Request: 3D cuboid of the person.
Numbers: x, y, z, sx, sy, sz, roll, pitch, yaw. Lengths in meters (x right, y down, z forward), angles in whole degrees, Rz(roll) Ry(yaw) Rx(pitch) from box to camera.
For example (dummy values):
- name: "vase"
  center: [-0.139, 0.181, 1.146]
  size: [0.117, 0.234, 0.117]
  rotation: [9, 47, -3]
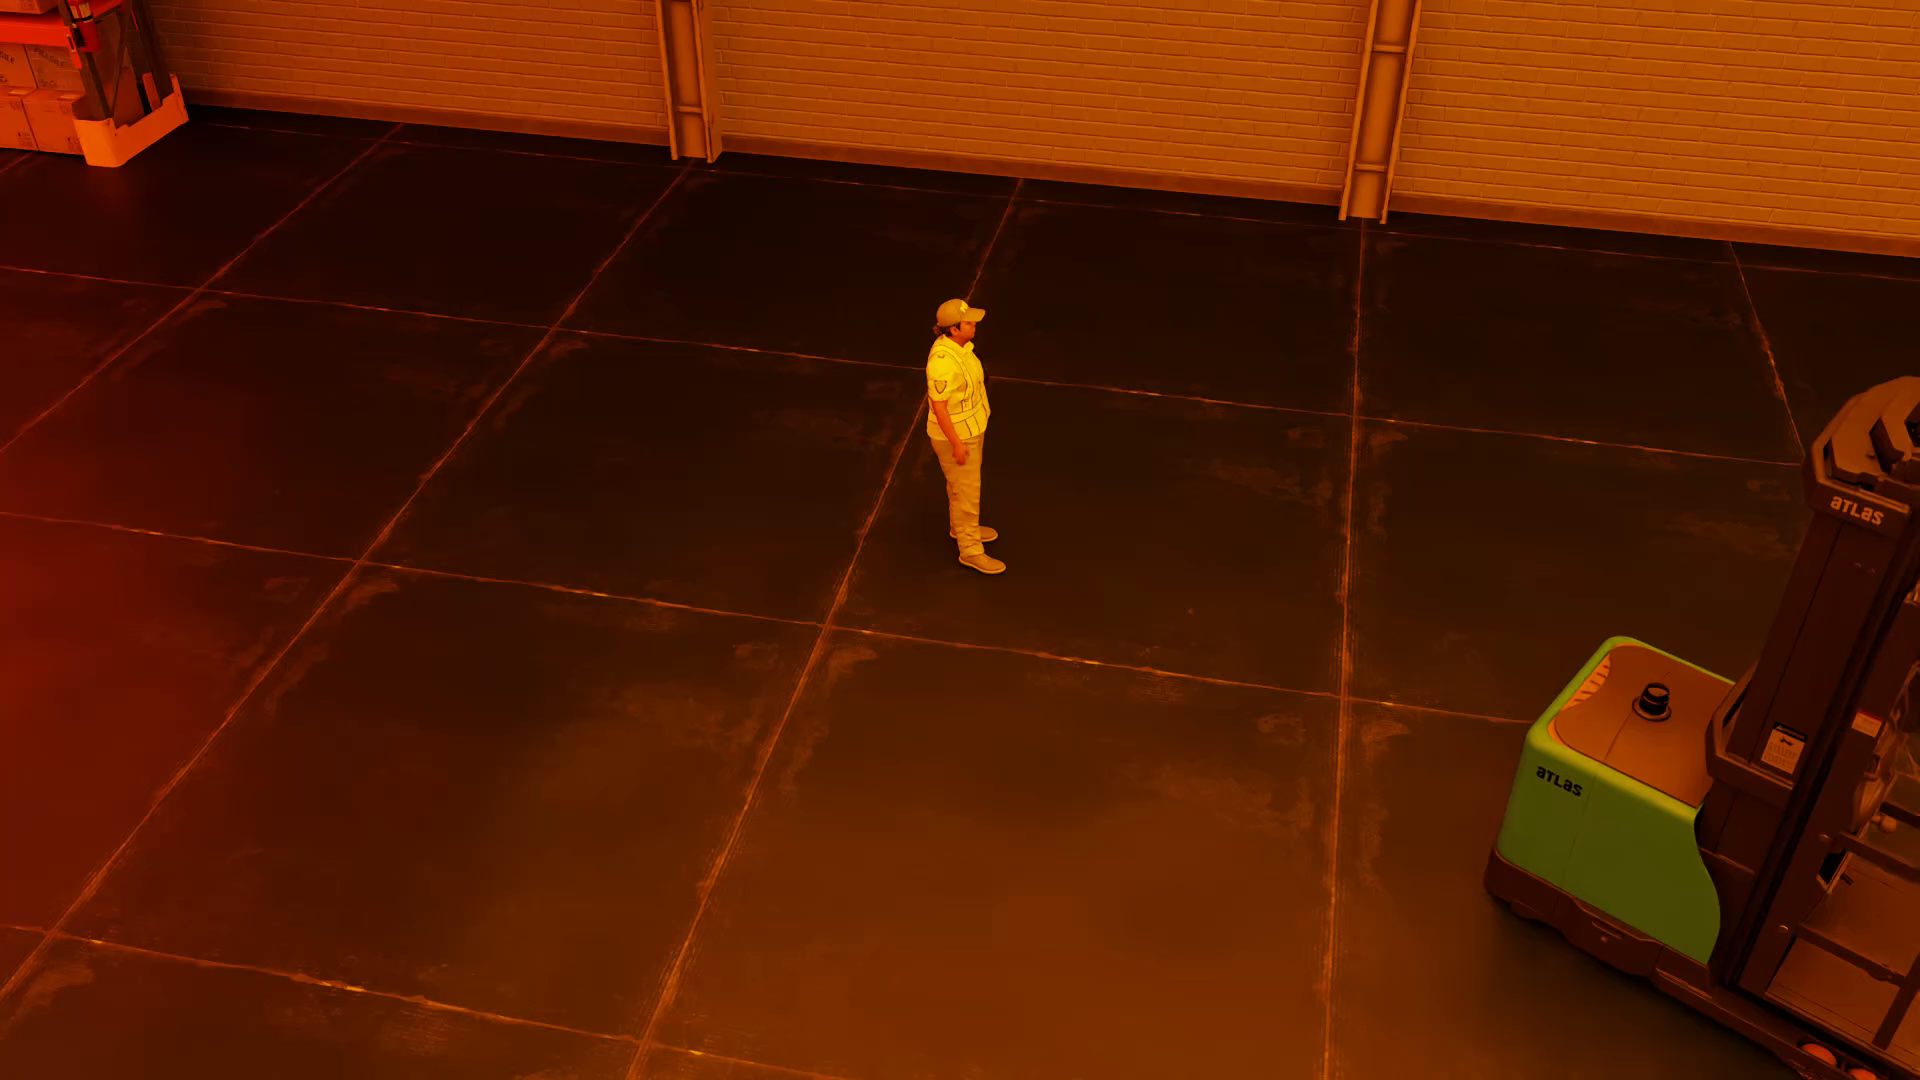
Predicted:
- name: "person"
  center: [0.070, -0.652, 9.968]
  size: [0.529, 1.670, 0.598]
  rotation: [7, 37, 10]

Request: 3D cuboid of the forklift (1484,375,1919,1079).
- name: "forklift"
  center: [4.006, 0.918, 6.802]
  size: [3.031, 2.935, 1.130]
  rotation: [27, 44, 32]
